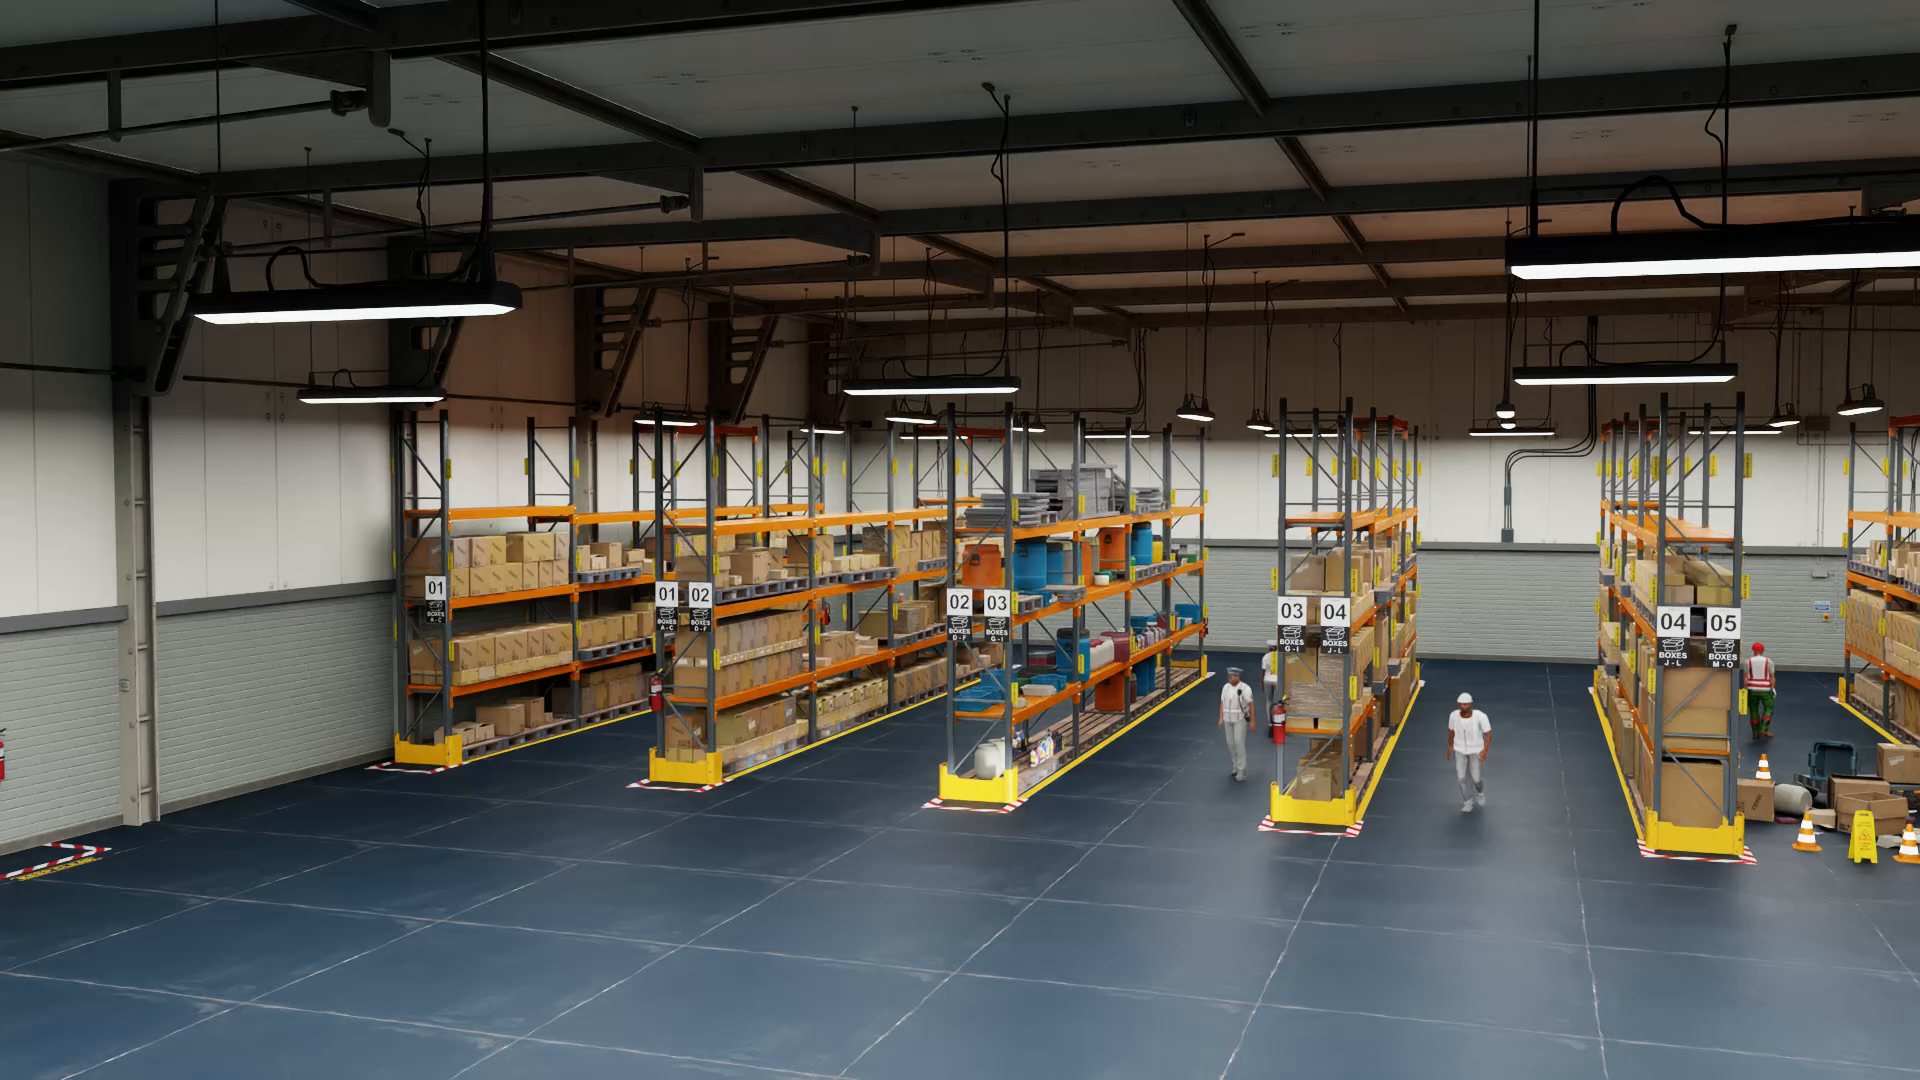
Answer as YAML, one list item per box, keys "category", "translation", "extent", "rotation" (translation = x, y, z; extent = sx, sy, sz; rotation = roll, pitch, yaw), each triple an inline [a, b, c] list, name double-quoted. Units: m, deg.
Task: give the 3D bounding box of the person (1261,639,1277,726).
- category: "person"
  translation: [6.100, 2.781, 32.296]
  extent: [0.496, 1.682, 0.507]
  rotation: [1, 3, 20]

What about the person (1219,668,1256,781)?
- category: "person"
  translation: [4.466, 2.969, 27.083]
  extent: [0.649, 1.758, 0.661]
  rotation: [2, 3, 42]

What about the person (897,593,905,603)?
- category: "person"
  translation: [-1.573, 2.245, 43.582]
  extent: [0.641, 1.715, 1.115]
  rotation: [1, 3, 14]

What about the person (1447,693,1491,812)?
- category: "person"
  translation: [7.474, 3.090, 24.374]
  extent: [0.636, 1.740, 0.678]
  rotation: [2, 3, 32]

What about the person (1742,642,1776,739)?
- category: "person"
  translation: [14.816, 2.793, 30.839]
  extent: [0.574, 1.788, 0.537]
  rotation: [1, 3, 27]
